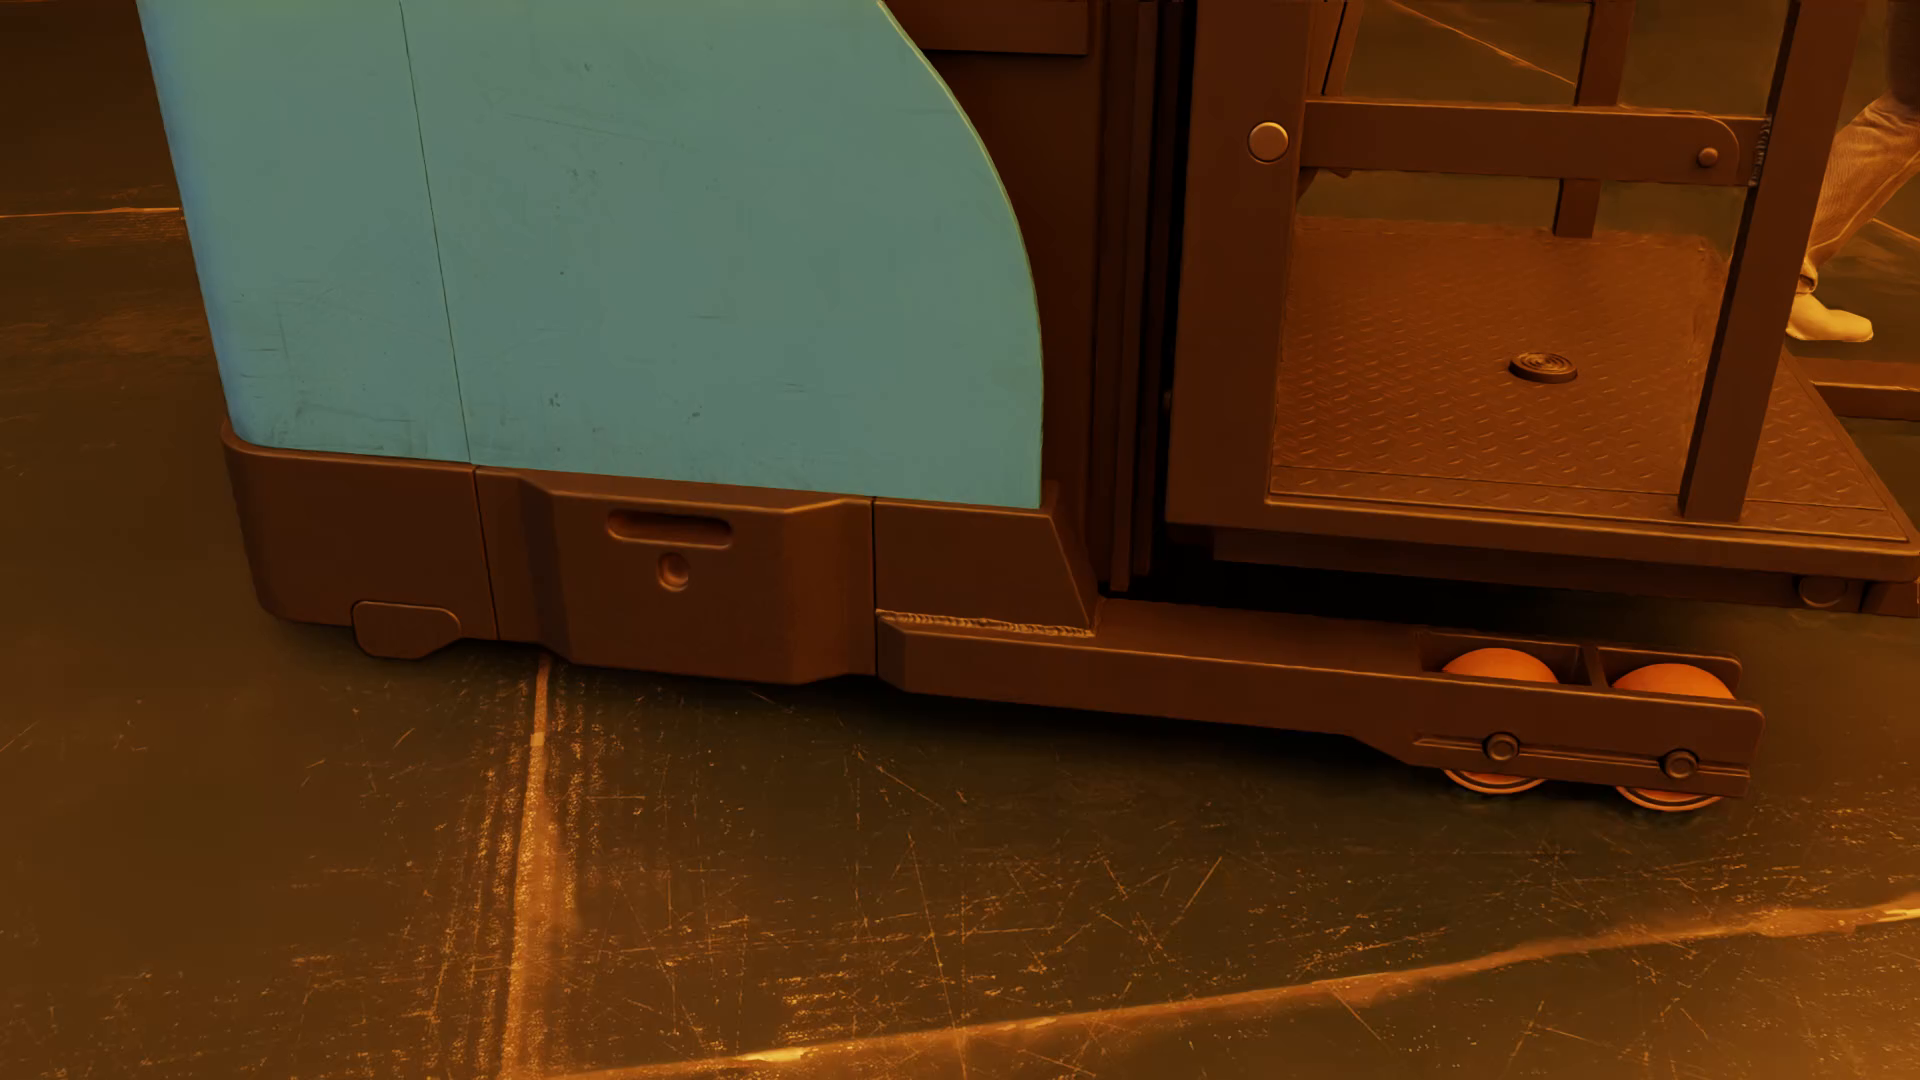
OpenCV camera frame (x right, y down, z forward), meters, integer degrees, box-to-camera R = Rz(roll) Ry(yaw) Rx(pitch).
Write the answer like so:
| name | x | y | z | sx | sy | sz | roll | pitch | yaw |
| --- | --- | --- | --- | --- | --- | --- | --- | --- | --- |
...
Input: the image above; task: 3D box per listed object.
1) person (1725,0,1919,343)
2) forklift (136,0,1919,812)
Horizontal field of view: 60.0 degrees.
| name | x | y | z | sx | sy | sz | roll | pitch | yaw |
| --- | --- | --- | --- | --- | --- | --- | --- | --- | --- |
| person | 1.844 | -1.031 | 2.684 | 0.717 | 1.716 | 0.876 | -1 | 28 | -1 |
| forklift | 0.625 | -1.253 | 1.734 | 3.031 | 2.935 | 1.130 | 5 | 28 | 9 |
